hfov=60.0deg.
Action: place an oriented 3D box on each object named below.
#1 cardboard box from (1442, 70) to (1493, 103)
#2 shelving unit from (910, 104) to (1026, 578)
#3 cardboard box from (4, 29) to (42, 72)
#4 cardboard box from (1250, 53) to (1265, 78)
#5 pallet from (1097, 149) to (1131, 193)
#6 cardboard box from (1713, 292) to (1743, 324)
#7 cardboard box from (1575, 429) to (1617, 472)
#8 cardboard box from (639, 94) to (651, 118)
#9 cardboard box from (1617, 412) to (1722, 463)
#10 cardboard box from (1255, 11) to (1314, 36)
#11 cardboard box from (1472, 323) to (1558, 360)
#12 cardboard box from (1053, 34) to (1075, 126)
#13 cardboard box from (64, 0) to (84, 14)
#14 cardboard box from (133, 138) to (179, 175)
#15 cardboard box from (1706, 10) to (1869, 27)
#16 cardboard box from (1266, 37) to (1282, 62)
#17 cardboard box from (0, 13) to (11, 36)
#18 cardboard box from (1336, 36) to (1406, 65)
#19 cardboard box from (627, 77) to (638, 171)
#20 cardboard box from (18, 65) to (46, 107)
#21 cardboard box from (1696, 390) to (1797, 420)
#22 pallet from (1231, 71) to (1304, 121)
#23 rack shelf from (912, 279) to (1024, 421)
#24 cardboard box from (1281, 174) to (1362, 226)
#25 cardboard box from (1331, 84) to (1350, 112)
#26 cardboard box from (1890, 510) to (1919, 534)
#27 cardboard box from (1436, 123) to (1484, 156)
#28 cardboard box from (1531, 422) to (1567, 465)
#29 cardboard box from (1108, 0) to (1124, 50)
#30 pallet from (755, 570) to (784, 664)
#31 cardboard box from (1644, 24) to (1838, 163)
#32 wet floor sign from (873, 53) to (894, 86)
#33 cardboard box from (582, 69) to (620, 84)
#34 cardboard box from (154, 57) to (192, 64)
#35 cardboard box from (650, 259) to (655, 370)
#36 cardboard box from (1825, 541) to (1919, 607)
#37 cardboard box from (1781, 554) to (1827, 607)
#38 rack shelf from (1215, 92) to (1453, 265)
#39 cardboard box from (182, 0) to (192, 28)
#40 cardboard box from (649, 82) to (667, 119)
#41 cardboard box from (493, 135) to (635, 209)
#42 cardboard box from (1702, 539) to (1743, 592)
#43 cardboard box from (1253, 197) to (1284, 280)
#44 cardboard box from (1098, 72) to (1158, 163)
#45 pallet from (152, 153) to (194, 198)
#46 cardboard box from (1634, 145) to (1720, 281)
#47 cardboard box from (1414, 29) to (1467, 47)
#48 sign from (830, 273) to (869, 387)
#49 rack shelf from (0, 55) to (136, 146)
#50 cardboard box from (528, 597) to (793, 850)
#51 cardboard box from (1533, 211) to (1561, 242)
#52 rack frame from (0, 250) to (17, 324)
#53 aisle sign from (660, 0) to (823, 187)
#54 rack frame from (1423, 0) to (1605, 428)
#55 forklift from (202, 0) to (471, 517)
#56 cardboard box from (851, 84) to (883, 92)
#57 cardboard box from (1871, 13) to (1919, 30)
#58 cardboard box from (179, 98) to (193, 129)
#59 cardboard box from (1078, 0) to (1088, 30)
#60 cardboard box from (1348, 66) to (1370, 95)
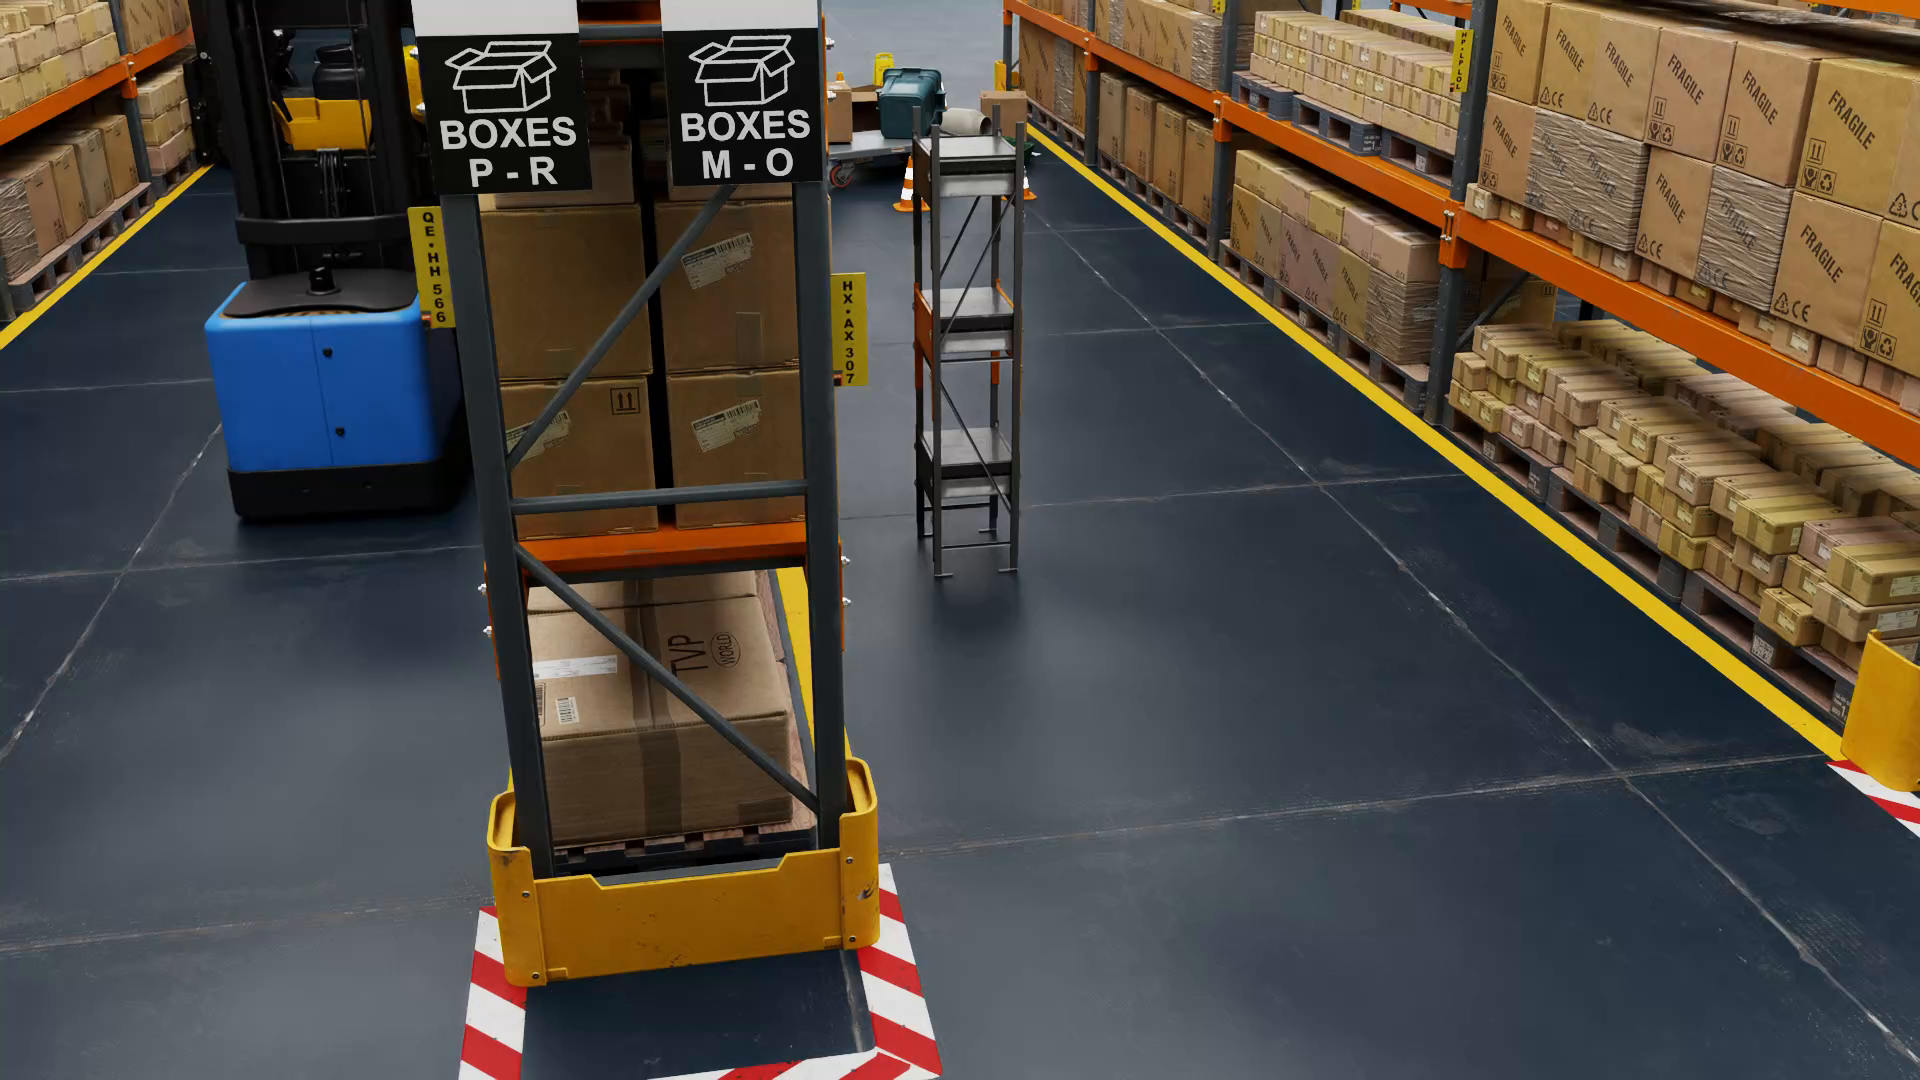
[{"bbox_3d":[2.984,-2.589,9.477,0.380,0.149,0.250,-3,24,-7],"label":"cardboard box"},{"bbox_3d":[0.031,-0.897,7.681,0.431,2.100,0.503,-4,24,-10],"label":"shelving unit"},{"bbox_3d":[-7.226,-3.652,12.426,0.500,0.250,0.500,-5,24,-11],"label":"cardboard box"},{"bbox_3d":[2.394,-3.556,12.433,0.380,0.149,0.250,-5,24,-10],"label":"cardboard box"},{"bbox_3d":[1.987,-3.667,16.382,1.003,0.211,1.213,-4,24,-10],"label":"pallet"},{"bbox_3d":[3.500,-1.028,7.170,0.380,0.149,0.250,-5,24,-12],"label":"cardboard box"},{"bbox_3d":[3.277,-0.446,8.188,0.380,0.149,0.250,-4,24,-10],"label":"cardboard box"},{"bbox_3d":[-0.964,-1.431,6.405,0.500,0.500,0.500,-4,24,-10],"label":"cardboard box"},{"bbox_3d":[3.374,-0.487,7.911,0.380,0.149,0.250,-4,24,-9],"label":"cardboard box"},{"bbox_3d":[2.406,-3.821,12.298,0.380,0.149,0.250,-4,24,-10],"label":"cardboard box"},{"bbox_3d":[3.110,-1.104,9.323,0.380,0.149,0.250,-3,24,-8],"label":"cardboard box"},{"bbox_3d":[1.552,-5.068,18.237,0.875,0.875,0.875,-4,24,-9],"label":"cardboard box"},{"bbox_3d":[-7.434,-4.399,13.639,0.380,0.149,0.250,-5,24,-11],"label":"cardboard box"},{"bbox_3d":[-7.717,-3.615,15.690,0.500,0.250,0.500,-4,24,-9],"label":"cardboard box"},{"bbox_3d":[3.784,-2.166,7.716,0.500,0.500,0.500,-4,24,-8],"label":"cardboard box"},{"bbox_3d":[2.454,-3.571,12.097,0.380,0.149,0.250,-3,24,-7],"label":"cardboard box"},{"bbox_3d":[-7.243,-3.787,12.238,0.380,0.149,0.250,-4,24,-9],"label":"cardboard box"},{"bbox_3d":[2.692,-3.208,10.893,0.380,0.149,0.250,-5,24,-10],"label":"cardboard box"},{"bbox_3d":[-1.575,-1.587,6.762,0.500,0.500,0.500,-4,24,-9],"label":"cardboard box"},{"bbox_3d":[-7.246,-3.419,12.517,0.500,0.250,0.500,-5,24,-11],"label":"cardboard box"},{"bbox_3d":[3.885,-0.626,8.230,0.380,0.149,0.250,-5,24,-12],"label":"cardboard box"},{"bbox_3d":[2.746,-3.309,12.318,1.213,0.211,1.003,-4,24,-10],"label":"pallet"},{"bbox_3d":[0.031,-0.885,7.686,0.431,0.518,0.480,-4,24,-10],"label":"rack shelf"},{"bbox_3d":[2.572,-2.376,11.603,0.500,0.250,0.500,-4,24,-9],"label":"cardboard box"},{"bbox_3d":[2.688,-2.932,11.004,0.380,0.149,0.250,-5,24,-11],"label":"cardboard box"},{"bbox_3d":[4.057,-0.012,6.824,0.380,0.149,0.250,-4,24,-9],"label":"cardboard box"},{"bbox_3d":[2.982,-2.315,9.591,0.380,0.149,0.250,-5,24,-11],"label":"cardboard box"},{"bbox_3d":[3.243,-0.520,8.731,0.380,0.149,0.250,-5,24,-11],"label":"cardboard box"},{"bbox_3d":[1.697,-4.863,15.512,0.500,0.500,0.500,-4,24,-9],"label":"cardboard box"},{"bbox_3d":[-1.304,0.374,7.130,1.003,0.211,1.213,-4,24,-10],"label":"pallet"},{"bbox_3d":[3.361,-1.935,7.188,0.500,0.500,0.500,-5,24,-12],"label":"cardboard box"},{"bbox_3d":[-0.921,-5.602,20.270,0.267,0.644,0.232,-9,25,-19],"label":"wet floor sign"},{"bbox_3d":[-1.440,-1.647,6.088,0.380,0.149,0.250,-4,24,-8],"label":"cardboard box"},{"bbox_3d":[-8.098,-4.875,17.327,0.500,0.250,0.500,-4,24,-9],"label":"cardboard box"},{"bbox_3d":[-0.970,-0.966,6.590,0.500,0.500,0.500,-4,24,-8],"label":"cardboard box"},{"bbox_3d":[3.642,0.129,6.500,0.380,0.149,0.250,-4,24,-9],"label":"cardboard box"},{"bbox_3d":[3.616,0.162,6.797,0.380,0.149,0.250,-5,24,-11],"label":"cardboard box"},{"bbox_3d":[2.880,-2.553,11.246,1.077,0.370,4.000,-4,24,-10],"label":"rack shelf"},{"bbox_3d":[-8.162,-5.506,16.985,0.500,0.500,0.500,-5,24,-11],"label":"cardboard box"},{"bbox_3d":[-0.871,-1.488,5.725,0.380,0.149,0.250,-4,24,-9],"label":"cardboard box"},{"bbox_3d":[-1.120,-1.044,4.708,0.380,0.149,0.250,-4,24,-9],"label":"cardboard box"},{"bbox_3d":[3.517,0.100,7.311,0.380,0.149,0.250,-4,24,-9],"label":"cardboard box"},{"bbox_3d":[2.486,-2.222,12.187,0.500,0.500,0.500,-4,24,-9],"label":"cardboard box"},{"bbox_3d":[1.974,-4.167,16.328,1.050,0.750,0.750,-4,24,-10],"label":"cardboard box"},{"bbox_3d":[-8.059,-3.506,16.013,1.003,0.211,1.213,-4,24,-10],"label":"pallet"},{"bbox_3d":[3.378,-1.461,7.351,0.500,0.500,0.500,-3,24,-7],"label":"cardboard box"},{"bbox_3d":[3.288,-3.352,11.222,0.380,0.149,0.250,-3,24,-7],"label":"cardboard box"},{"bbox_3d":[-0.310,-0.588,4.668,0.100,0.325,0.005,-4,24,-10],"label":"sign"},{"bbox_3d":[-7.583,-3.351,13.074,1.077,0.370,4.000,-4,24,-10],"label":"rack shelf"},{"bbox_3d":[-1.077,0.613,5.775,0.875,0.438,0.875,-5,24,-12],"label":"cardboard box"},{"bbox_3d":[3.202,-1.648,8.590,0.380,0.149,0.250,-5,24,-12],"label":"cardboard box"},{"bbox_3d":[-7.213,-2.894,11.129,1.000,3.000,0.127,-4,24,-10],"label":"rack frame"},{"bbox_3d":[-0.558,-1.301,4.233,0.394,0.787,0.004,-4,24,-10],"label":"aisle sign"},{"bbox_3d":[3.250,-2.096,9.301,1.000,3.000,0.127,-4,24,-10],"label":"rack frame"},{"bbox_3d":[-3.375,-2.017,9.207,1.130,2.935,3.031,-4,24,-9],"label":"forklift"},{"bbox_3d":[-1.002,-4.762,18.525,0.637,0.503,0.797,18,29,36],"label":"cardboard box"},{"bbox_3d":[7.522,-4.213,12.771,0.797,0.503,0.637,-3,24,-8],"label":"cardboard box"},{"bbox_3d":[-7.916,-4.239,16.494,0.500,0.250,0.500,-5,24,-10],"label":"cardboard box"},{"bbox_3d":[1.690,-5.456,16.806,0.875,0.550,0.550,-4,24,-10],"label":"cardboard box"},{"bbox_3d":[2.735,-2.970,10.719,0.380,0.149,0.250,-4,24,-10],"label":"cardboard box"}]
